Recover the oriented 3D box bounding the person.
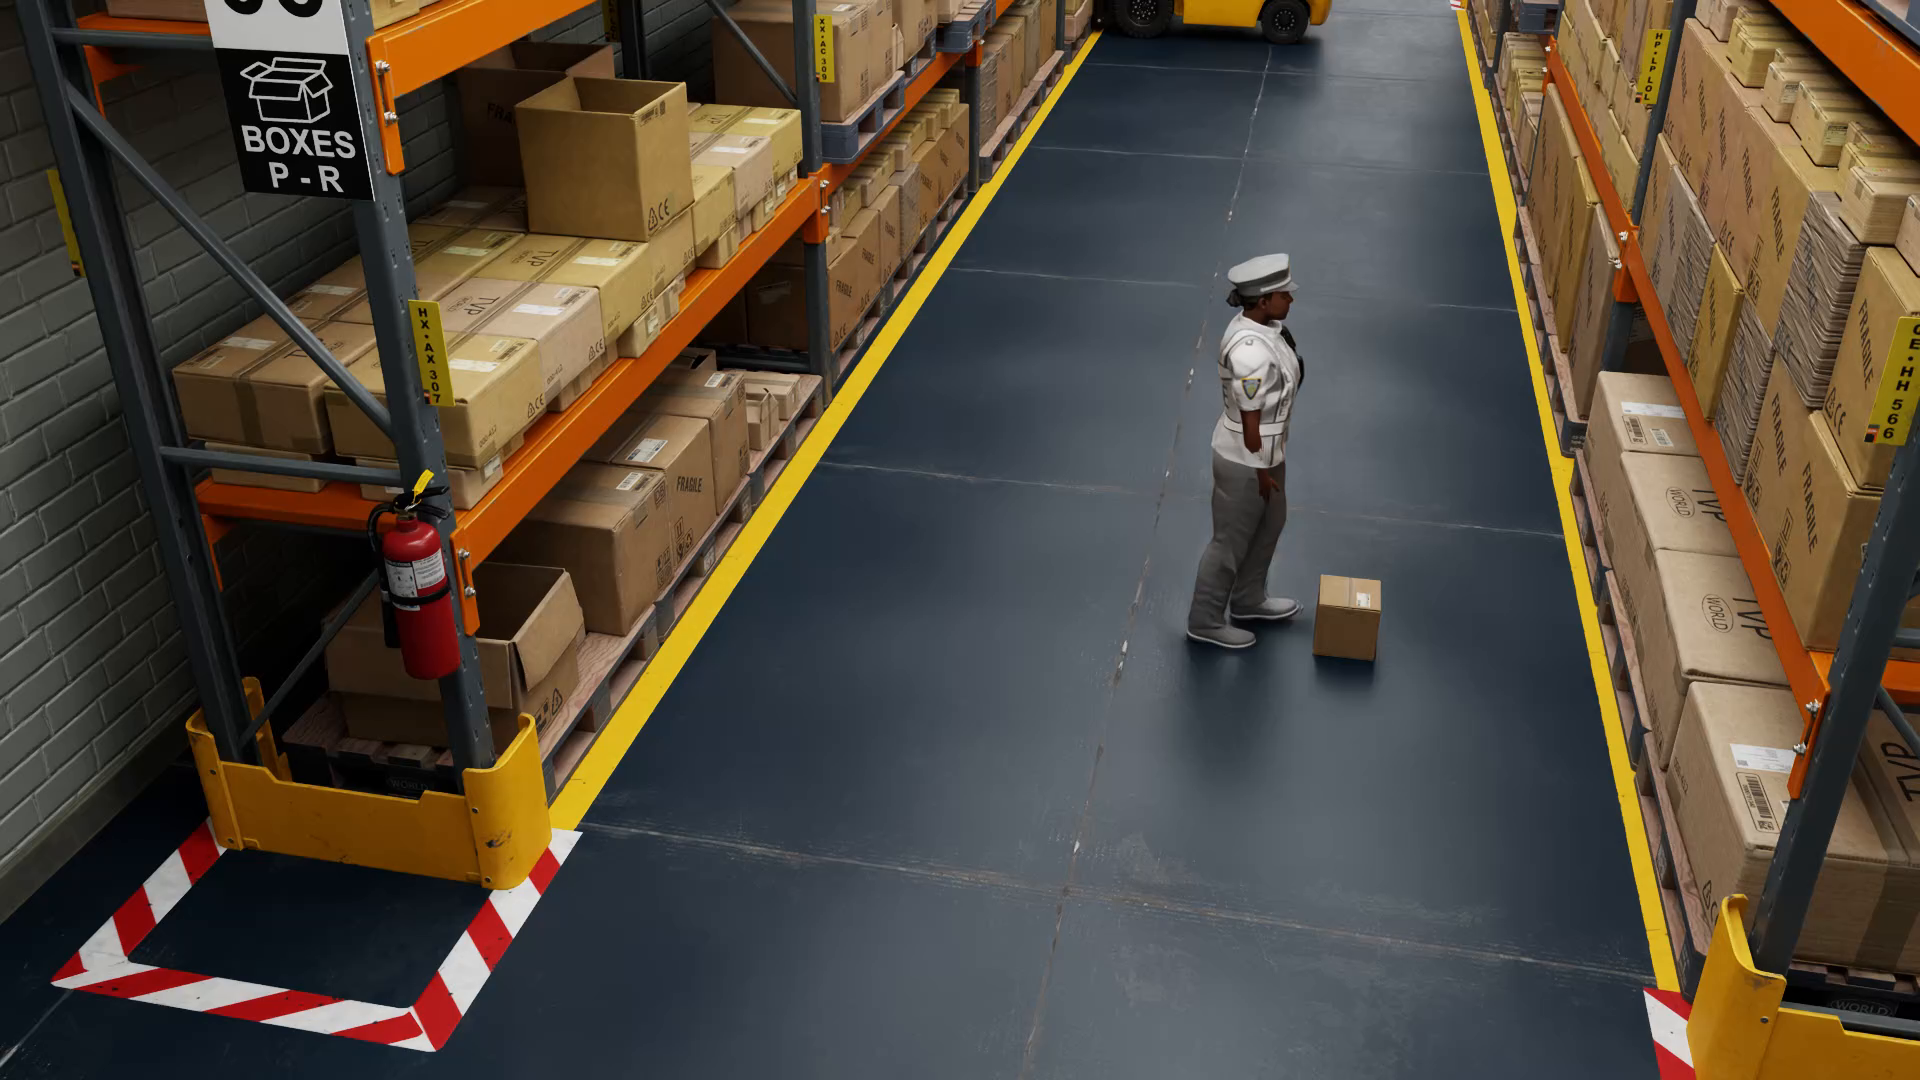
[{"bbox_3d":[1.211,-0.346,6.739,0.454,1.683,0.439,7,30,12],"label":"person"}]
